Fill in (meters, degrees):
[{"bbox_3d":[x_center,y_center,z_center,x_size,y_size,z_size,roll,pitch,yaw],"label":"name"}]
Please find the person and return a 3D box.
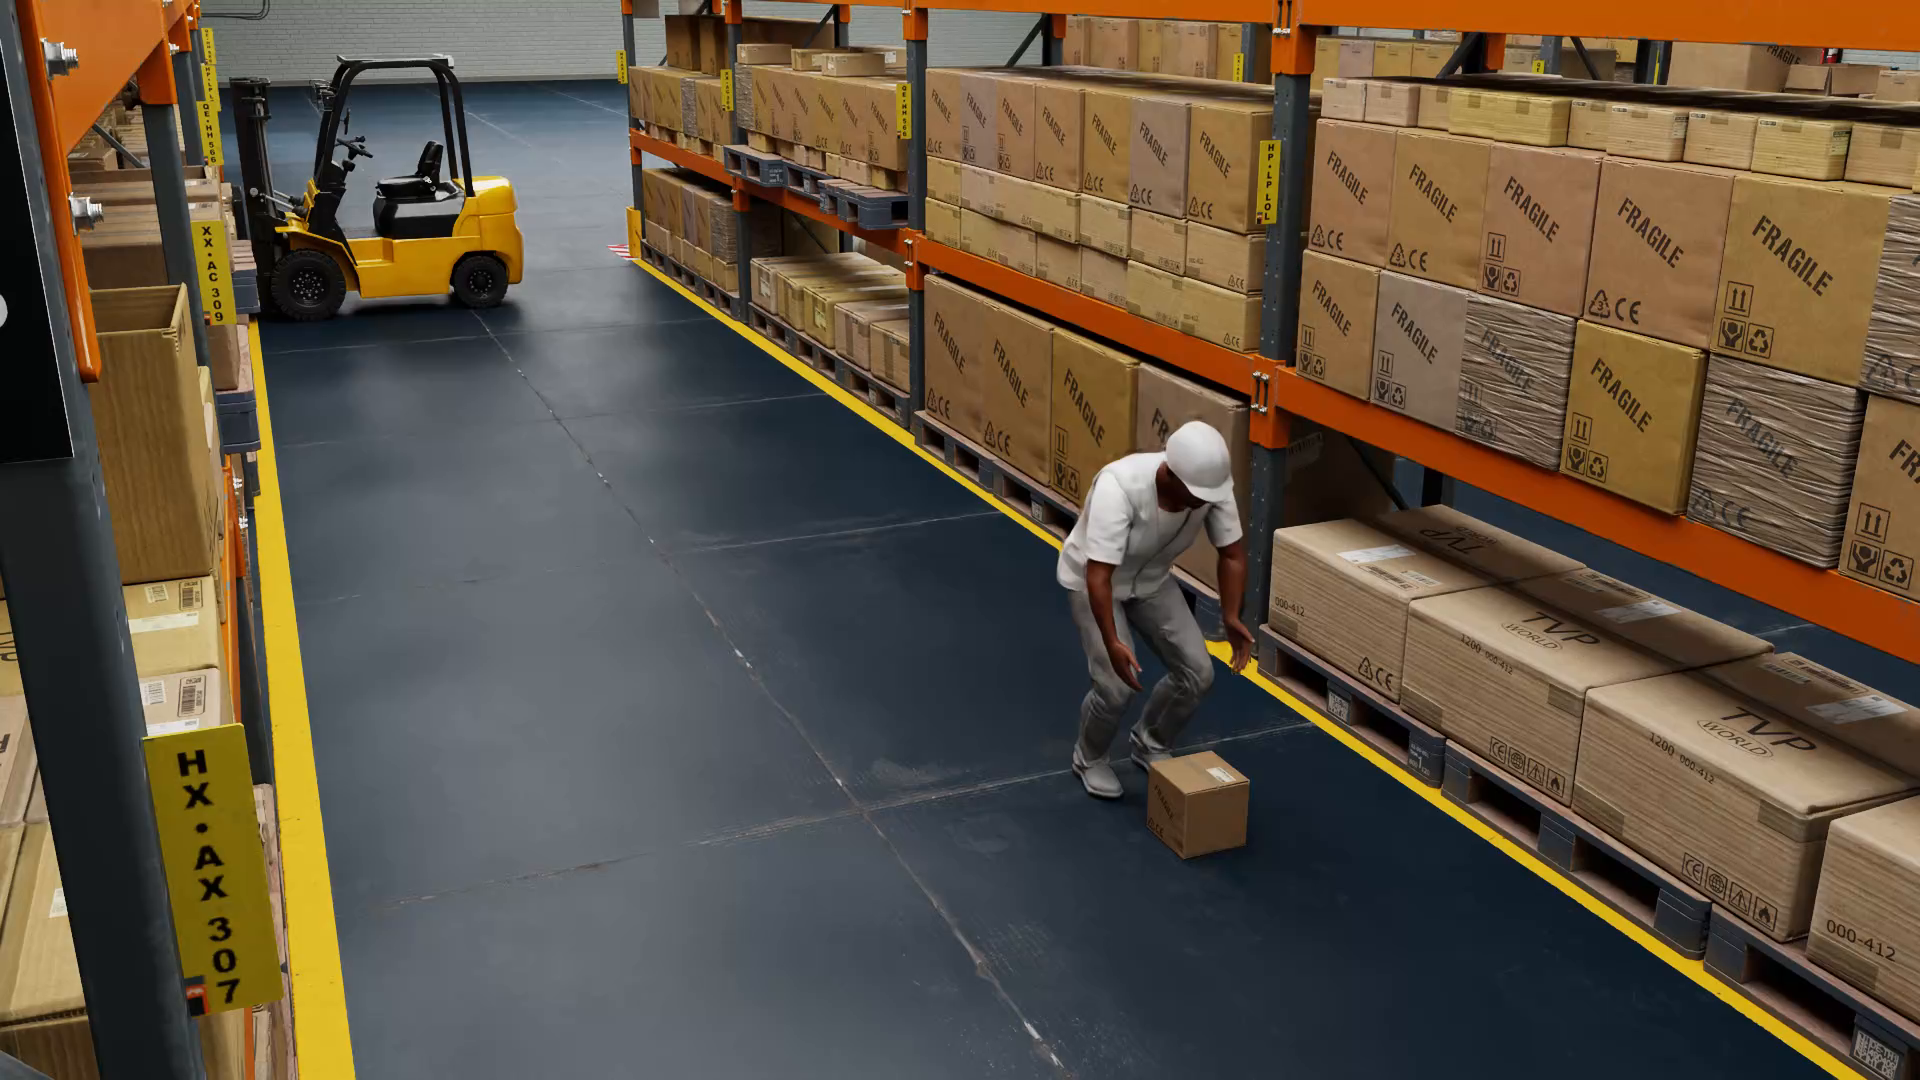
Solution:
[{"bbox_3d":[0.686,0.217,5.907,0.631,1.432,0.747,-8,20,-22],"label":"person"}]
